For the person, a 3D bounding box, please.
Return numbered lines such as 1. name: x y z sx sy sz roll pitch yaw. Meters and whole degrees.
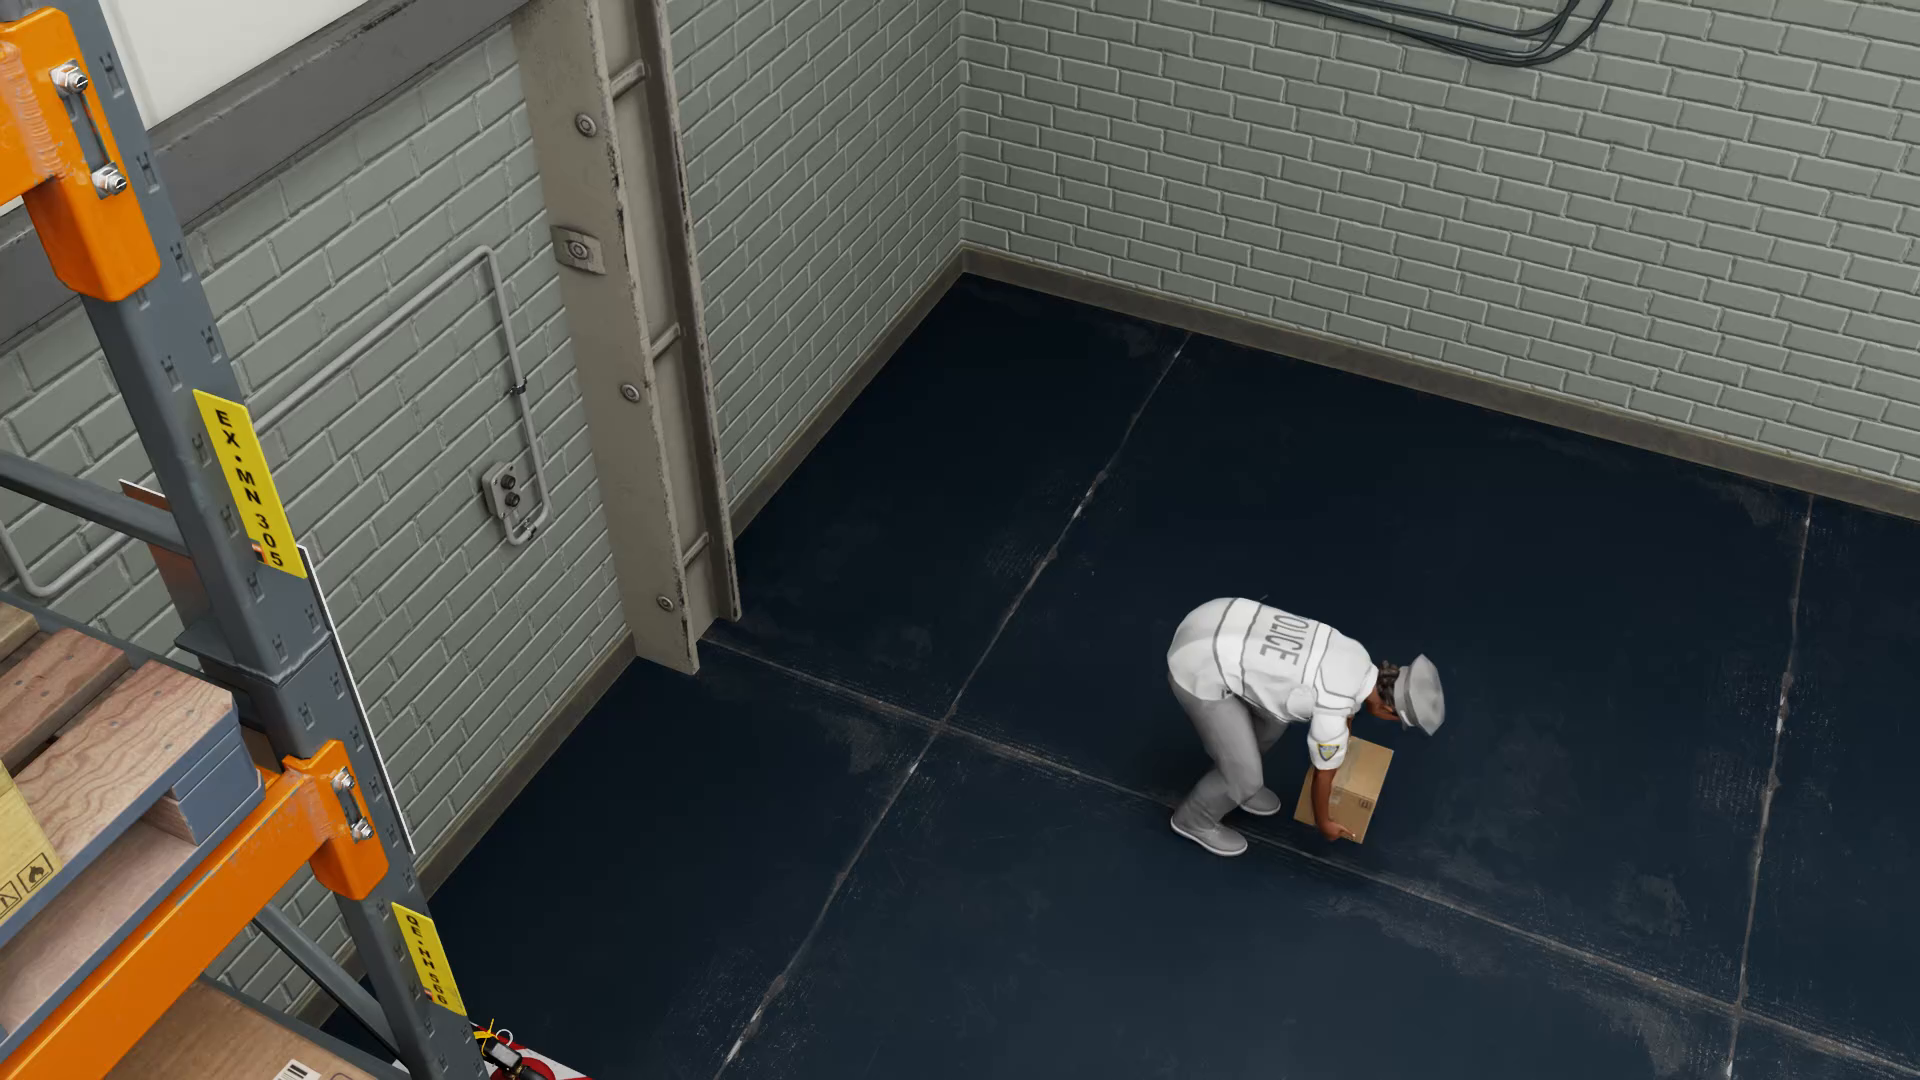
1. person: 1.170 0.708 5.847 0.940 1.041 0.426 16 45 17
